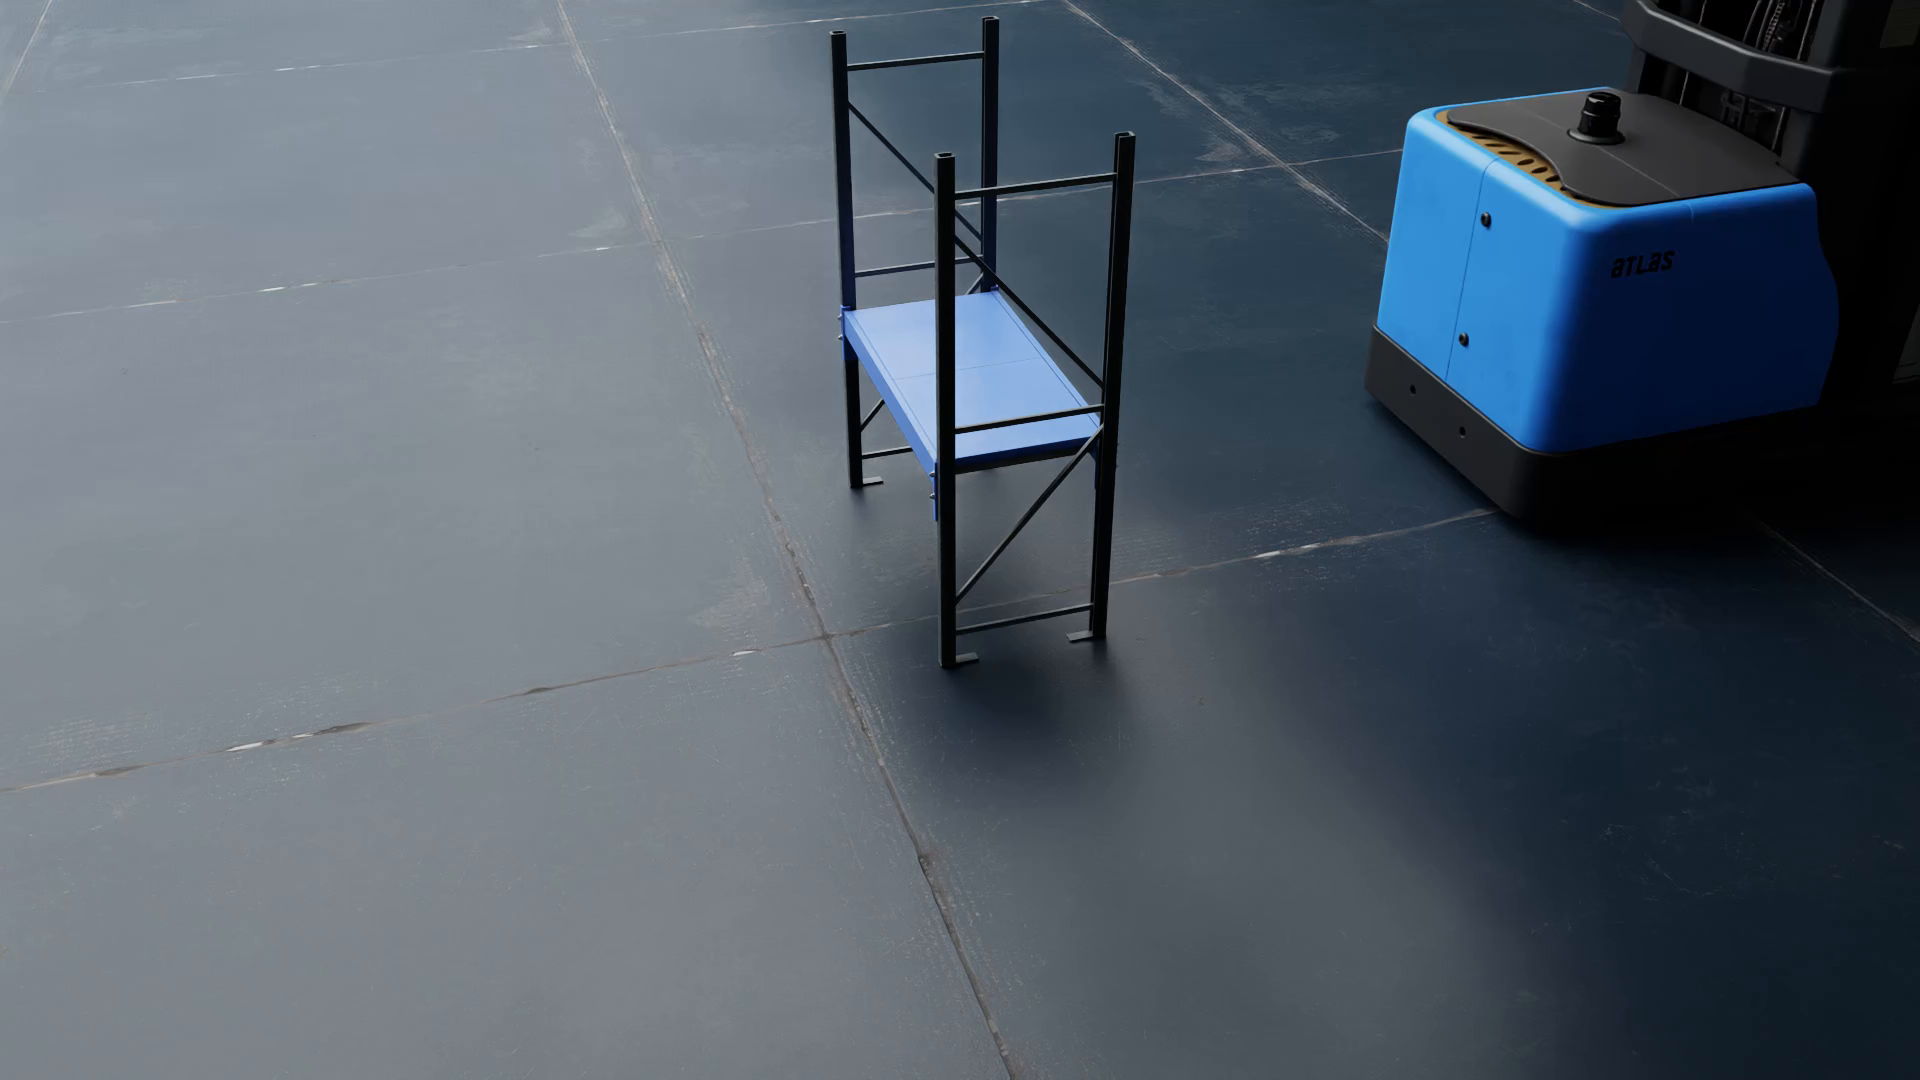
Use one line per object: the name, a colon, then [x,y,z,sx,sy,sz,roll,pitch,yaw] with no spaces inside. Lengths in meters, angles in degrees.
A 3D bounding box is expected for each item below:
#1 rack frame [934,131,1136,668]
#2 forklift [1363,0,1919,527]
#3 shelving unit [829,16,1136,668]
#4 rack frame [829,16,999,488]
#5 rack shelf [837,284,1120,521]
rack frame: [0.181,-0.314,4.365,0.500,1.500,0.032,-10,35,-15]
forklift: [3.020,-1.742,5.228,3.031,2.935,1.130,-10,35,-15]
shelving unit: [0.026,-0.581,4.769,0.538,1.500,1.048,-10,35,-15]
rack frame: [-0.129,-0.848,5.173,0.500,1.500,0.032,-10,35,-15]
rack shelf: [0.026,-0.431,4.868,0.538,0.185,1.000,-10,35,-15]
